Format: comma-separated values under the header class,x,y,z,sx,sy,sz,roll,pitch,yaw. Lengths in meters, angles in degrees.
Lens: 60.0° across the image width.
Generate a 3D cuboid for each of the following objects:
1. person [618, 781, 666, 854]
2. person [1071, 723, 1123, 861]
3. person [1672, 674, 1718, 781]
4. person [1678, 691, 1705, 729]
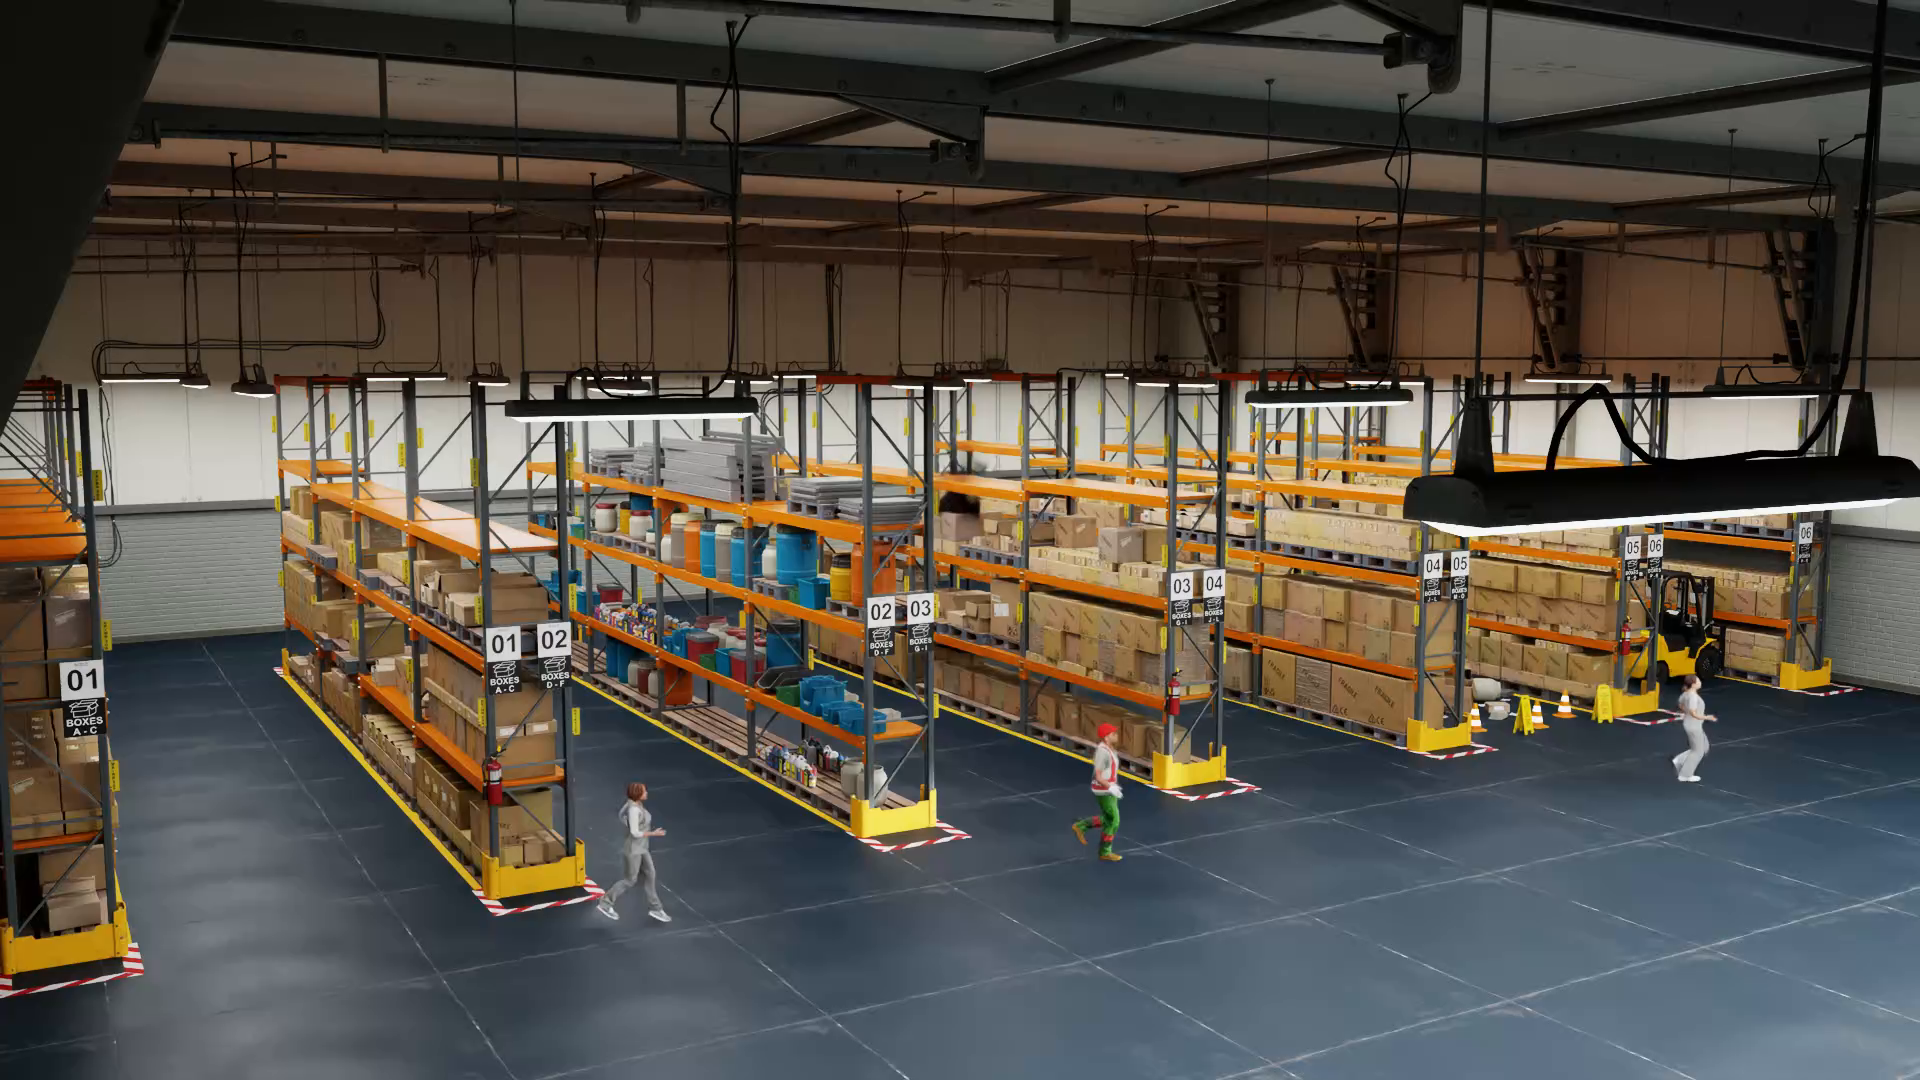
class,x,y,z,sx,sy,sz,roll,pitch,yaw
person,-3.539,3.082,18.559,0.524,0.794,0.541,0,6,-3
person,-3.413,2.657,25.698,12.225,1.760,8.497,1,6,8
person,10.986,2.801,24.852,0.568,1.624,0.558,1,6,13
person,1.129,2.481,27.725,12.471,1.675,17.227,-5,8,-38
